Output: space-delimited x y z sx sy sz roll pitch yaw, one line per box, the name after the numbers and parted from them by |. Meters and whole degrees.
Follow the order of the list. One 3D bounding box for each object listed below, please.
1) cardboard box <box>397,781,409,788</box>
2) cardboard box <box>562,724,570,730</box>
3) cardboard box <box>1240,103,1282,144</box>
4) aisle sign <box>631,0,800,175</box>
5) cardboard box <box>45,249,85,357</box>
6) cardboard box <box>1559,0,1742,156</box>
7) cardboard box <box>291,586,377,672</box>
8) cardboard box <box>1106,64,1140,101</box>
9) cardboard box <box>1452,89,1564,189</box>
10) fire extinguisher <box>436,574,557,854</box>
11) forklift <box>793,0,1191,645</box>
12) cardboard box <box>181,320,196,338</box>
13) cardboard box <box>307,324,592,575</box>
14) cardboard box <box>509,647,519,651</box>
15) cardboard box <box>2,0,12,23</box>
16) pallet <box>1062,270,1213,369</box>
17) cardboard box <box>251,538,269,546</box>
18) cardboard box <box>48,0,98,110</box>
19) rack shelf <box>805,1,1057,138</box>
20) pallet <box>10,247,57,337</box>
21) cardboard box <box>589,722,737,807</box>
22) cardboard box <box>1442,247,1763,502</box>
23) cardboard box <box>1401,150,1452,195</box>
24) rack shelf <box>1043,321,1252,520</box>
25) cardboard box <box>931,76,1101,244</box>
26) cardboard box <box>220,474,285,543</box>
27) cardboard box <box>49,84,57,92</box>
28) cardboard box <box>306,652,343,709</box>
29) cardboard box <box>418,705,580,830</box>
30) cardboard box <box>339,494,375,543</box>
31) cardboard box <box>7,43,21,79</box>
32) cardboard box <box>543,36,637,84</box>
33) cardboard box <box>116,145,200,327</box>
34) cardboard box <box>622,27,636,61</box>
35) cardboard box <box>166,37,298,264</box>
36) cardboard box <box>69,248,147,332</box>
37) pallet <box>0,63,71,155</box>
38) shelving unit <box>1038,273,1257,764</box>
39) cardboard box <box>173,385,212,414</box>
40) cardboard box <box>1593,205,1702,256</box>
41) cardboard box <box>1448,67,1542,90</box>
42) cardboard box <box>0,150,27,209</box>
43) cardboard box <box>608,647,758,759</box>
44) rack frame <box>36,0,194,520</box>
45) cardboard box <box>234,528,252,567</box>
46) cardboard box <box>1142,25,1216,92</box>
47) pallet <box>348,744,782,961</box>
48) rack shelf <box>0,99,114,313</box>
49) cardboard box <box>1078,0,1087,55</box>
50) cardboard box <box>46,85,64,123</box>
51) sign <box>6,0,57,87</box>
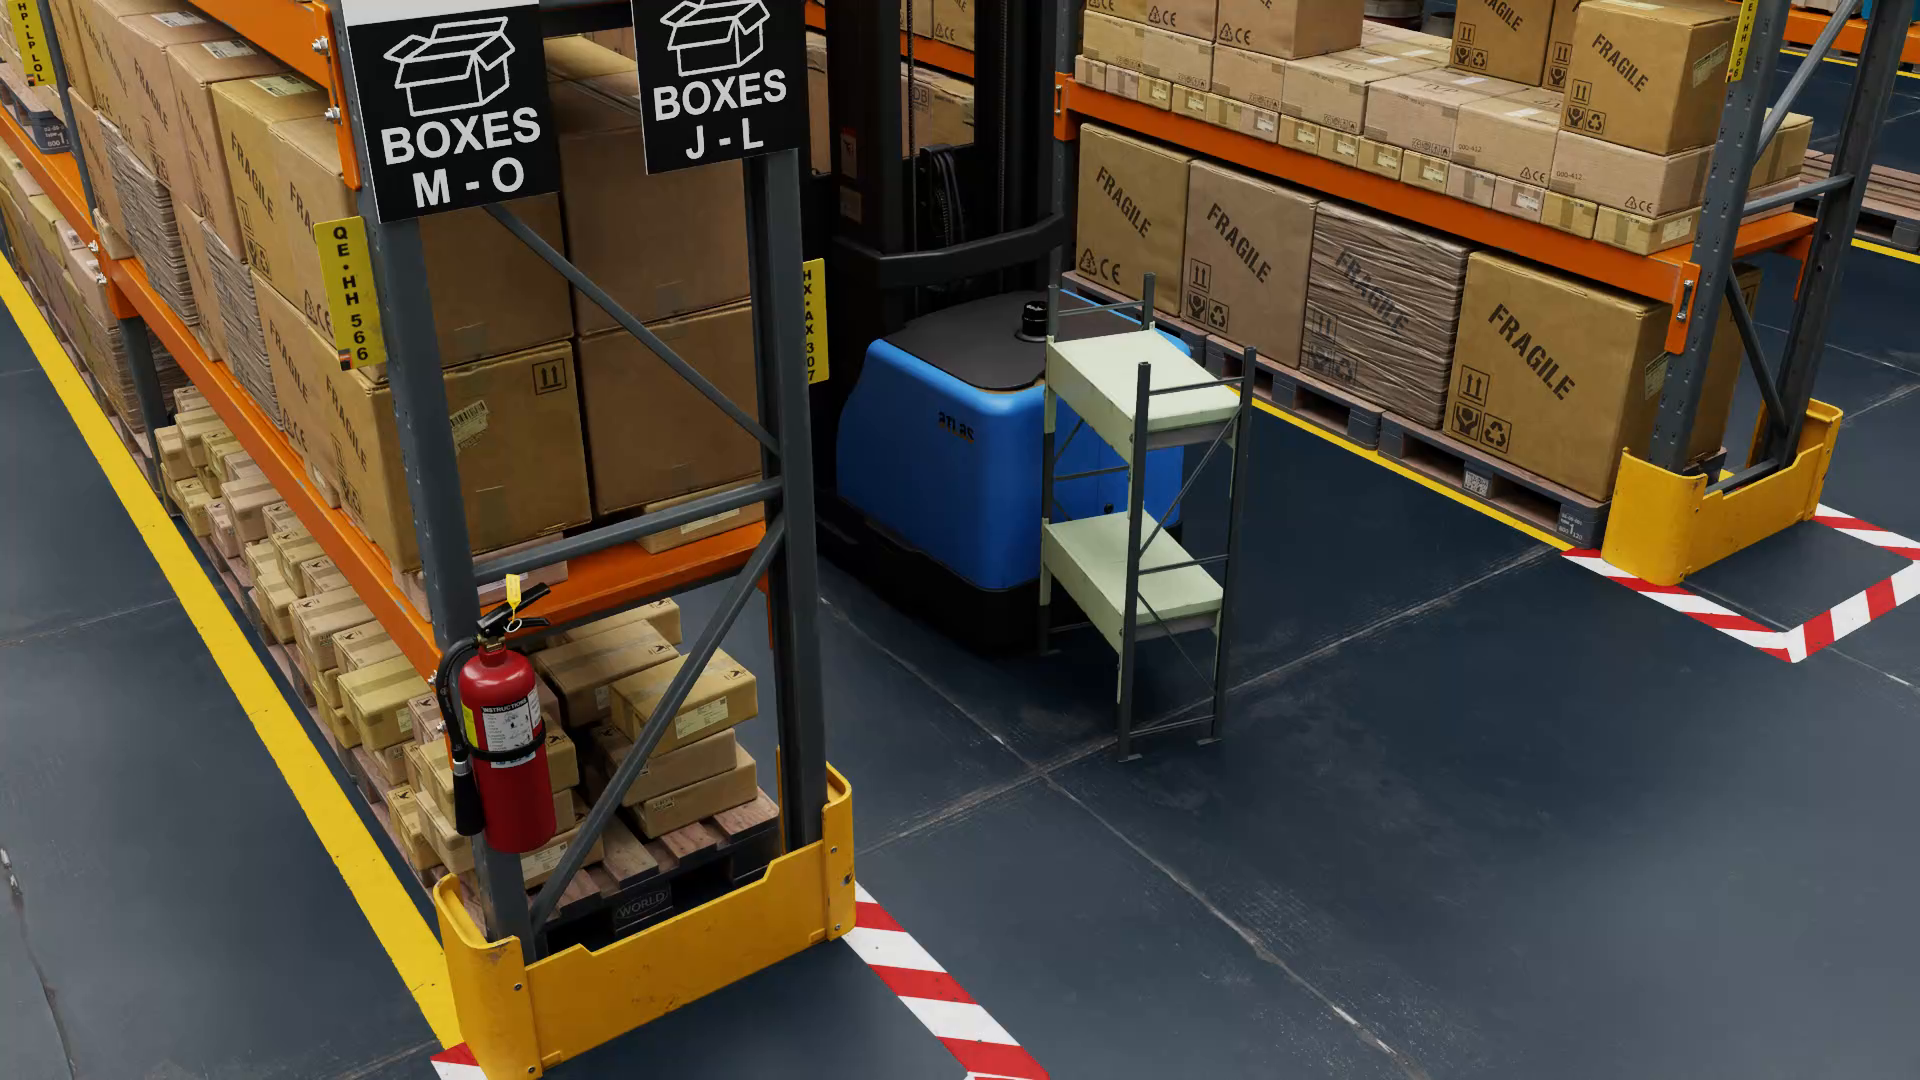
-1.613 0.706 5.354 0.380 0.149 0.250 -19 34 -31 | cardboard box
-1.235 0.586 5.576 0.380 0.149 0.250 -18 33 -30 | cardboard box
1.608 -2.084 8.208 0.380 0.149 0.250 -18 33 -30 | cardboard box
-0.537 -1.214 3.618 0.394 0.787 0.004 -19 34 -31 | aisle sign
-4.369 -1.276 8.635 0.500 0.500 0.500 -20 34 -32 | cardboard box
2.779 -1.861 6.594 0.500 0.500 0.500 -18 33 -30 | cardboard box
-1.989 0.268 5.537 0.380 0.149 0.250 -17 33 -29 | cardboard box
1.008 -2.486 8.947 0.380 0.149 0.250 -20 34 -32 | cardboard box
2.485 -1.727 7.133 0.500 0.250 0.500 -19 34 -31 | cardboard box
-1.053 0.407 3.829 0.296 0.674 0.183 -19 34 -31 | fire extinguisher
-0.380 -1.528 6.992 1.130 2.935 3.031 -20 34 -32 | forklift
-2.592 -0.868 5.969 0.380 0.149 0.250 -18 33 -30 | cardboard box
-1.294 -0.295 4.233 0.500 0.500 0.500 -18 33 -30 | cardboard box
-1.537 0.247 5.888 0.380 0.149 0.250 -21 35 -33 | cardboard box
-4.448 -2.620 8.132 0.380 0.149 0.250 -19 34 -31 | cardboard box
1.333 -1.363 9.538 1.003 0.211 1.213 -19 34 -31 | pallet
-2.509 -0.027 6.392 0.380 0.149 0.250 -17 33 -28 | cardboard box
-3.080 -1.943 6.220 0.500 0.500 0.500 -18 33 -29 | cardboard box
-0.205 -3.367 11.060 1.077 0.370 4.000 -19 34 -31 | rack shelf
-5.012 -1.597 9.969 1.003 0.211 1.213 -19 34 -31 | pallet
-0.918 0.646 5.153 0.380 0.149 0.250 -17 33 -29 | cardboard box
2.839 -0.828 7.418 0.875 0.875 0.875 -19 34 -31 | cardboard box
2.207 -1.684 7.471 0.380 0.149 0.250 -20 34 -32 | cardboard box
0.616 -0.421 5.637 0.431 0.370 0.720 -10 30 -17 | rack shelf
0.568 -2.399 10.311 1.225 0.875 0.875 -19 34 -30 | cardboard box
-2.563 -0.149 6.304 0.380 0.149 0.250 -18 33 -30 | cardboard box
-3.993 -2.181 7.634 0.380 0.149 0.250 -20 34 -32 | cardboard box
-1.976 0.396 5.614 0.380 0.149 0.250 -18 33 -30 | cardboard box
-1.337 0.655 4.825 0.380 0.149 0.250 -18 33 -30 | cardboard box
-1.514 -0.155 4.656 0.380 0.149 0.250 -19 34 -31 | cardboard box
-4.598 -2.456 8.452 0.380 0.149 0.250 -18 33 -30 | cardboard box
-1.165 -1.073 4.619 0.500 0.500 0.500 -18 33 -29 | cardboard box
-2.506 -1.088 5.693 0.500 0.500 0.500 -20 34 -32 | cardboard box
-2.436 -4.241 14.074 0.700 0.500 0.500 -16 32 -27 | cardboard box
-1.894 -1.136 4.735 0.500 0.500 0.500 -17 33 -28 | cardboard box
-3.782 -1.207 7.722 0.500 0.250 0.500 -20 34 -32 | cardboard box
-4.282 -2.284 8.514 1.003 0.211 1.213 -19 34 -31 | pallet
0.616 -0.078 5.823 0.431 1.500 0.755 -10 30 -17 | shelving unit
-3.113 -0.573 7.087 0.380 0.149 0.250 -17 33 -29 | cardboard box
2.801 -1.287 6.740 0.380 0.149 0.250 -18 33 -30 | cardboard box
2.622 -2.073 7.770 0.500 0.250 0.500 -20 34 -32 | cardboard box
-4.967 -2.010 9.201 0.500 0.250 0.500 -19 34 -31 | cardboard box
-0.851 0.493 5.124 0.380 0.149 0.250 -21 35 -33 | cardboard box
-3.144 -1.572 7.001 1.000 3.000 0.127 -19 34 -31 | rack frame
-2.665 -0.002 6.658 0.380 0.149 0.250 -20 34 -32 | cardboard box
1.299 -2.520 8.593 0.500 0.250 0.500 -19 34 -31 | cardboard box
-1.310 0.854 5.457 1.003 0.211 1.213 -19 34 -31 | pallet
-4.304 -2.033 8.604 1.077 0.370 4.000 -19 34 -31 | rack shelf
0.462 -3.056 9.628 0.500 0.500 0.500 -19 34 -30 | cardboard box
-3.975 -2.041 7.688 0.380 0.149 0.250 -21 35 -33 | cardboard box
-3.594 -1.925 6.439 0.100 0.325 0.005 -19 34 -31 | sign
